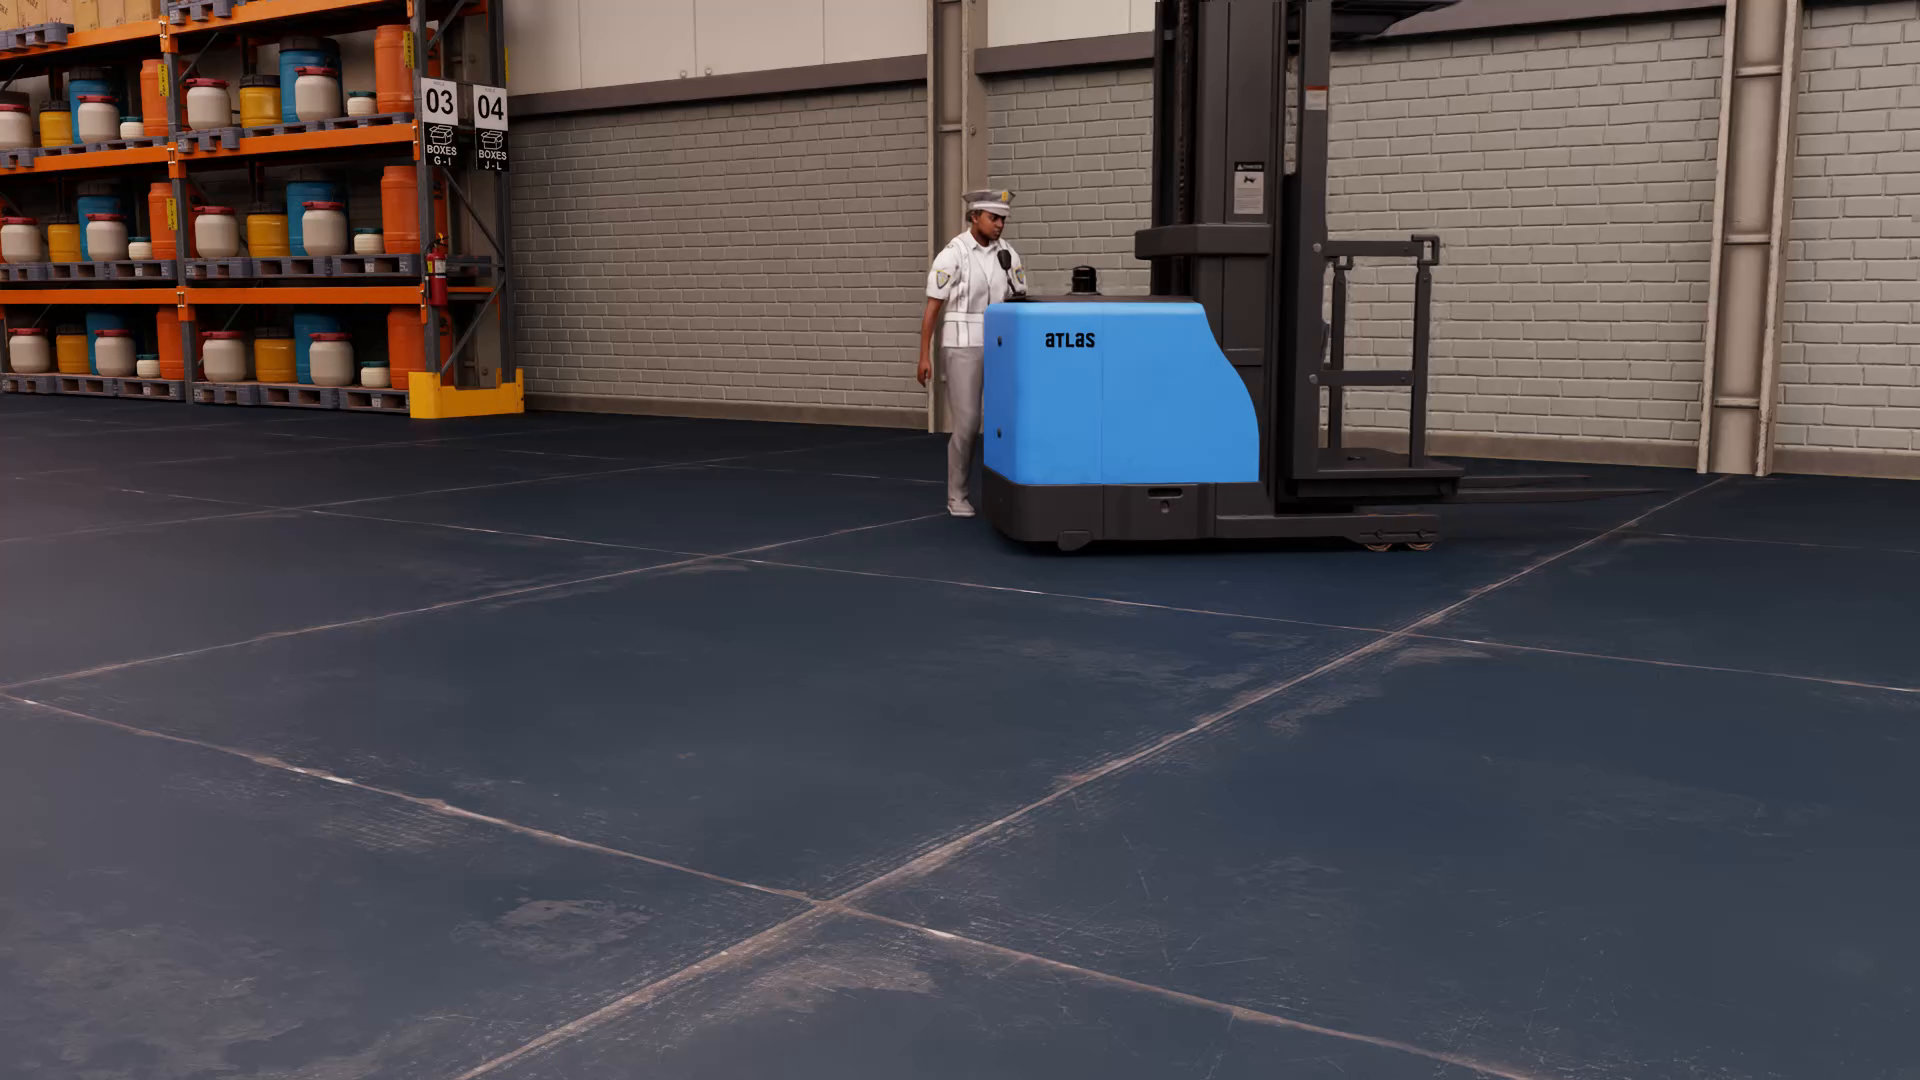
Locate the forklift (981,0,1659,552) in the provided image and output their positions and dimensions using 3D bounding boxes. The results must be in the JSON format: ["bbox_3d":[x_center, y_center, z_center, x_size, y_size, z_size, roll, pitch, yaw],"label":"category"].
[{"bbox_3d":[1.661,-1.473,7.555,3.031,2.935,1.130,-1,8,-8],"label":"forklift"}]

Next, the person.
[{"bbox_3d":[0.137,-0.939,8.424,0.727,1.636,0.377,-4,9,-25],"label":"person"}]
